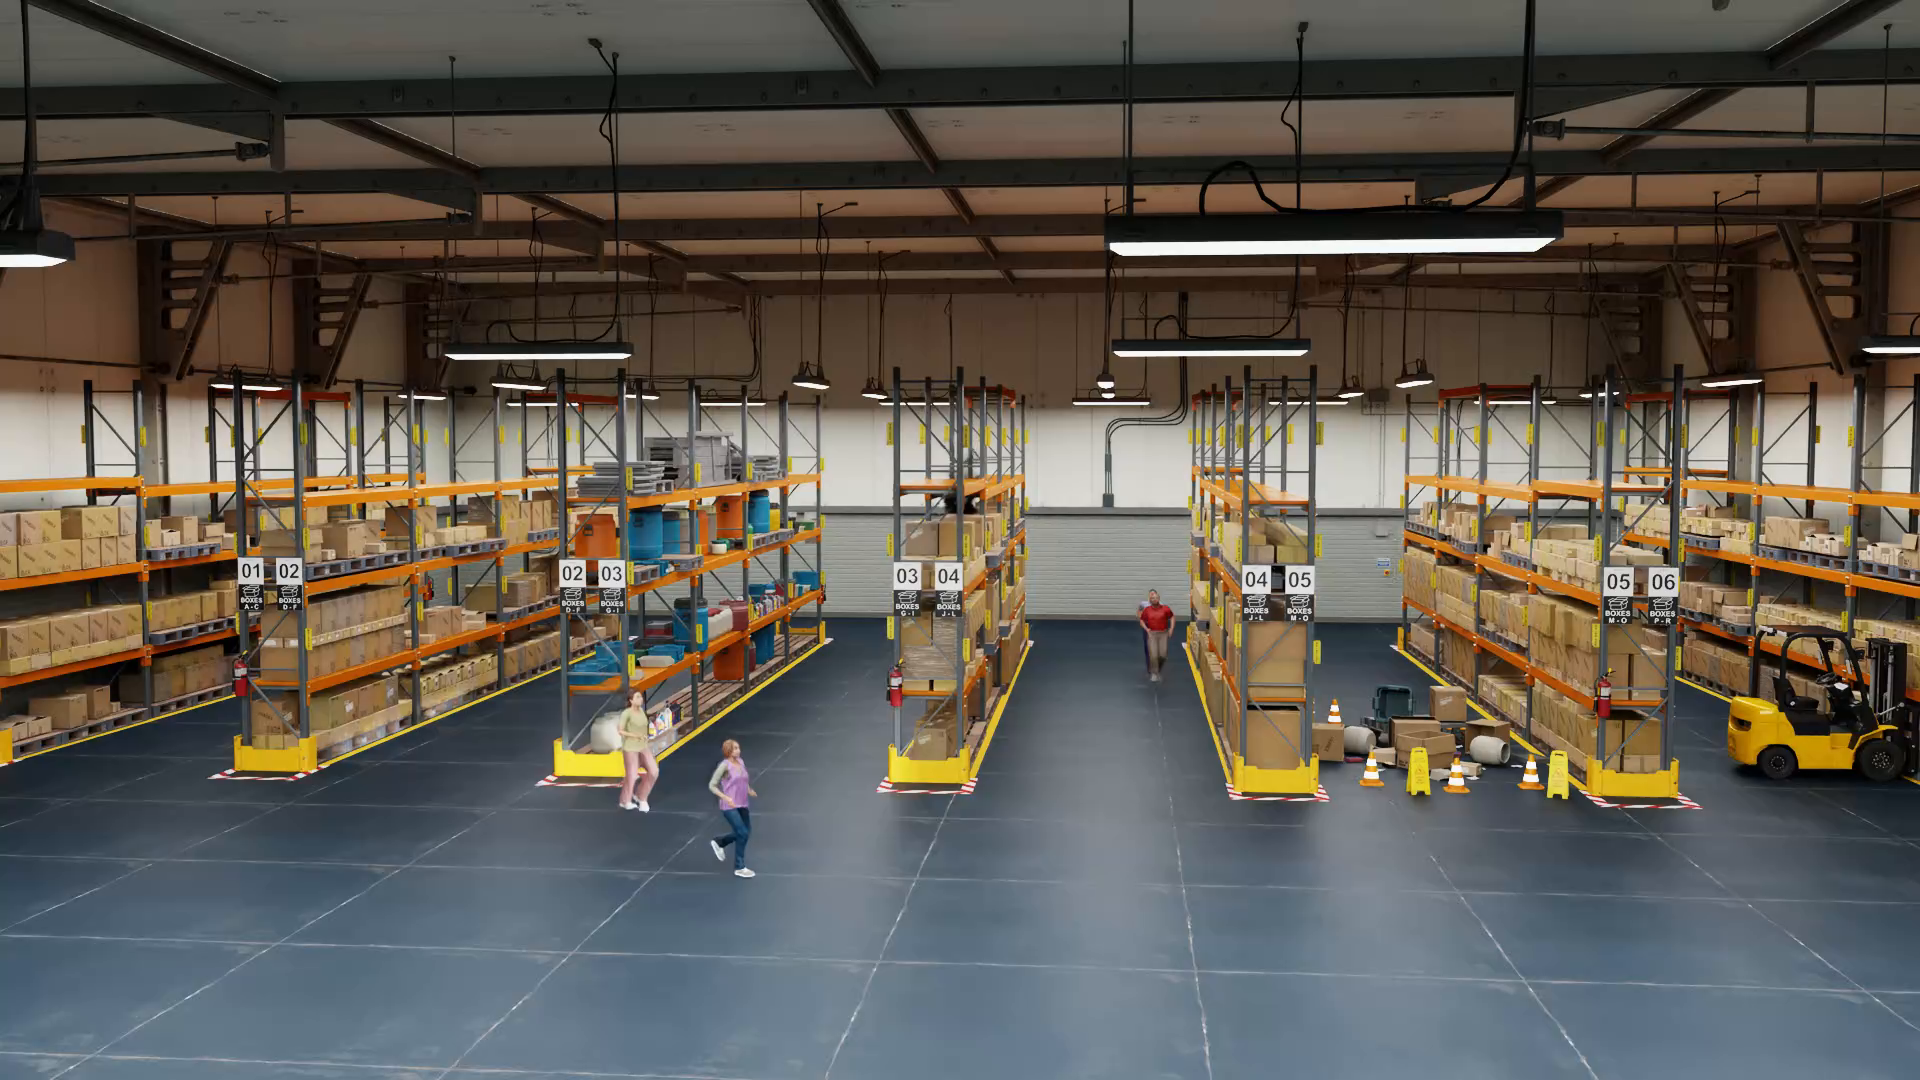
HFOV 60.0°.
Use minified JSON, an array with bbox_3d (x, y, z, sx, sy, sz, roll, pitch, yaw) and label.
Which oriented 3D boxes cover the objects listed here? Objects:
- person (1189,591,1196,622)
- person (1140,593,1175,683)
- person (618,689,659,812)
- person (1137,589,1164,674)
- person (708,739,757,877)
[{"bbox_3d":[5.984,1.598,40.586,0.864,1.796,0.675,0,4,7],"label":"person"},{"bbox_3d":[3.802,1.897,32.051,0.674,1.741,0.541,0,4,7],"label":"person"},{"bbox_3d":[-4.309,2.804,22.087,0.649,1.670,0.577,3,5,38],"label":"person"},{"bbox_3d":[3.884,1.828,33.594,0.607,1.676,0.871,0,4,4],"label":"person"},{"bbox_3d":[-2.618,3.044,18.977,0.672,1.553,0.542,2,4,32],"label":"person"}]
